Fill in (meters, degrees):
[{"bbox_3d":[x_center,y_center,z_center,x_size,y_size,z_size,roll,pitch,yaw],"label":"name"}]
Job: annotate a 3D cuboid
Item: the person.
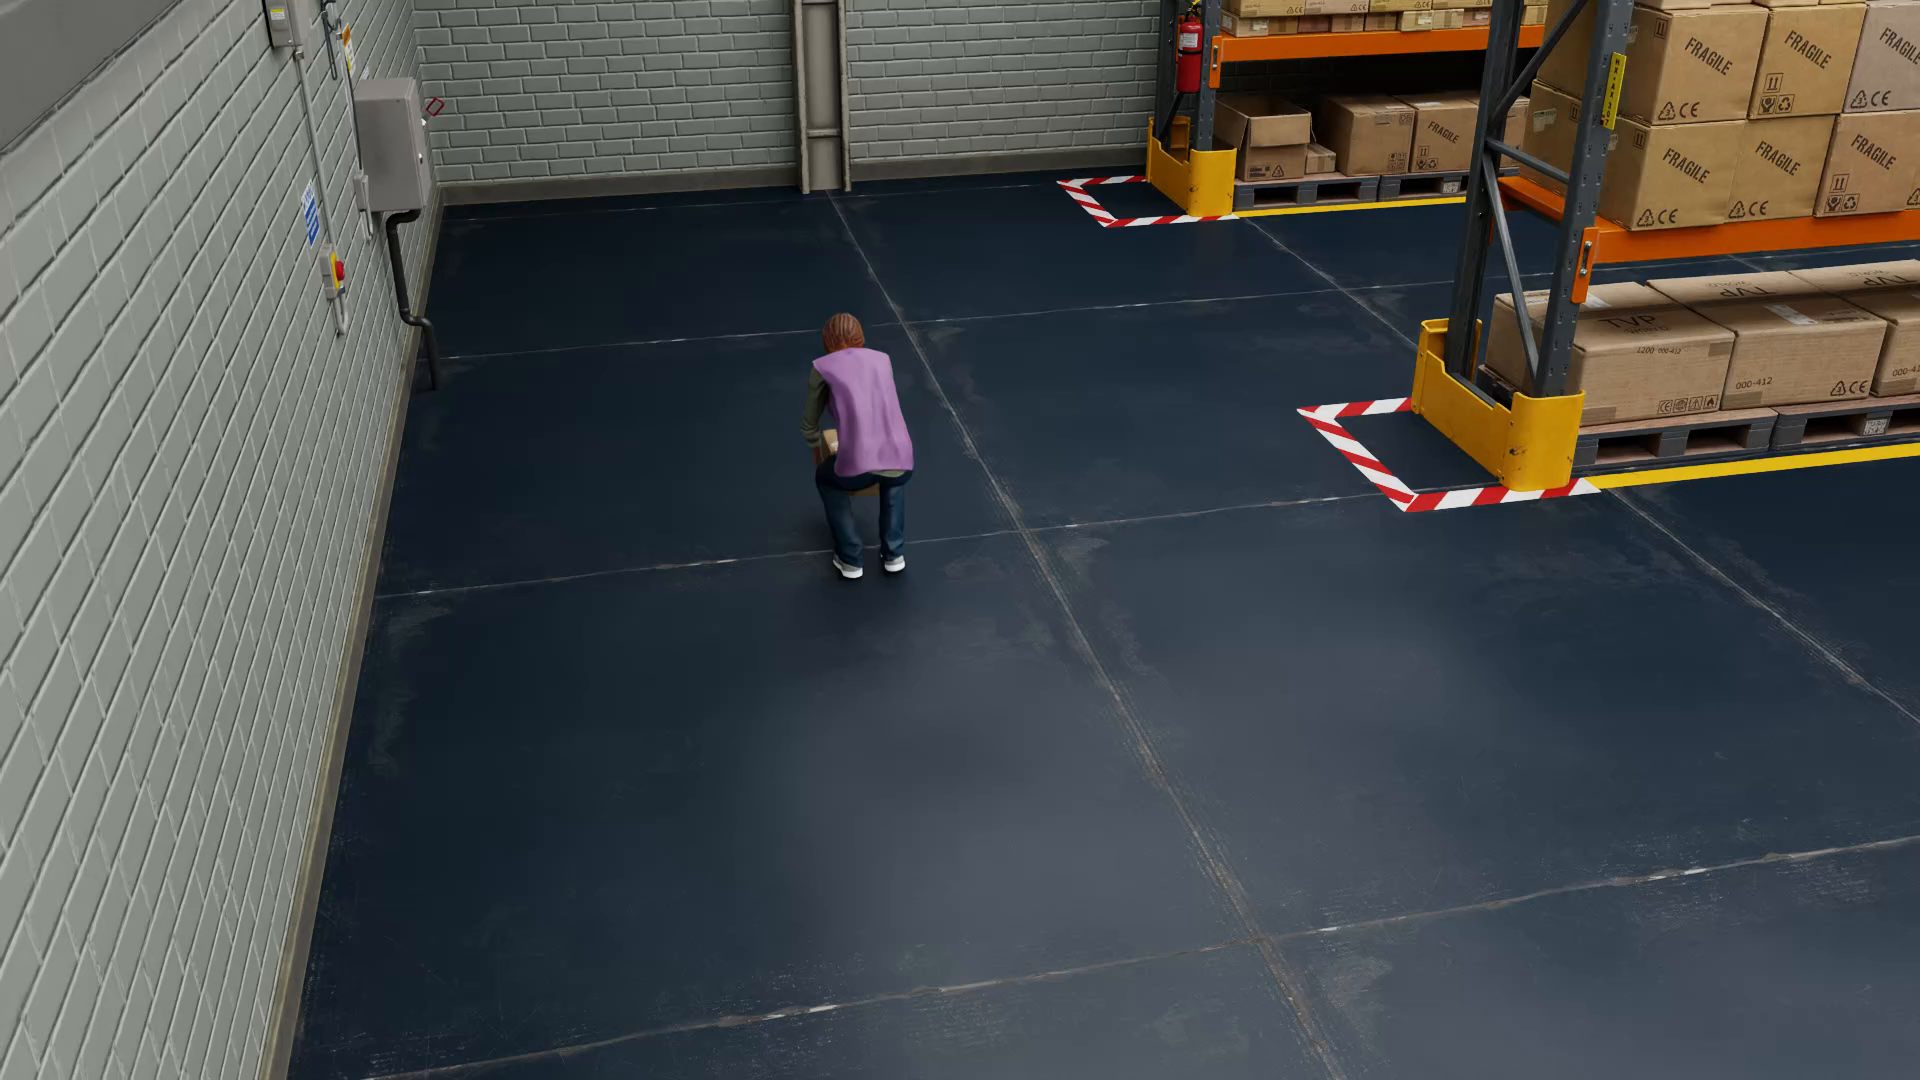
[{"bbox_3d":[-0.456,-0.388,7.439,0.461,1.097,0.738,-6,28,-12],"label":"person"}]
